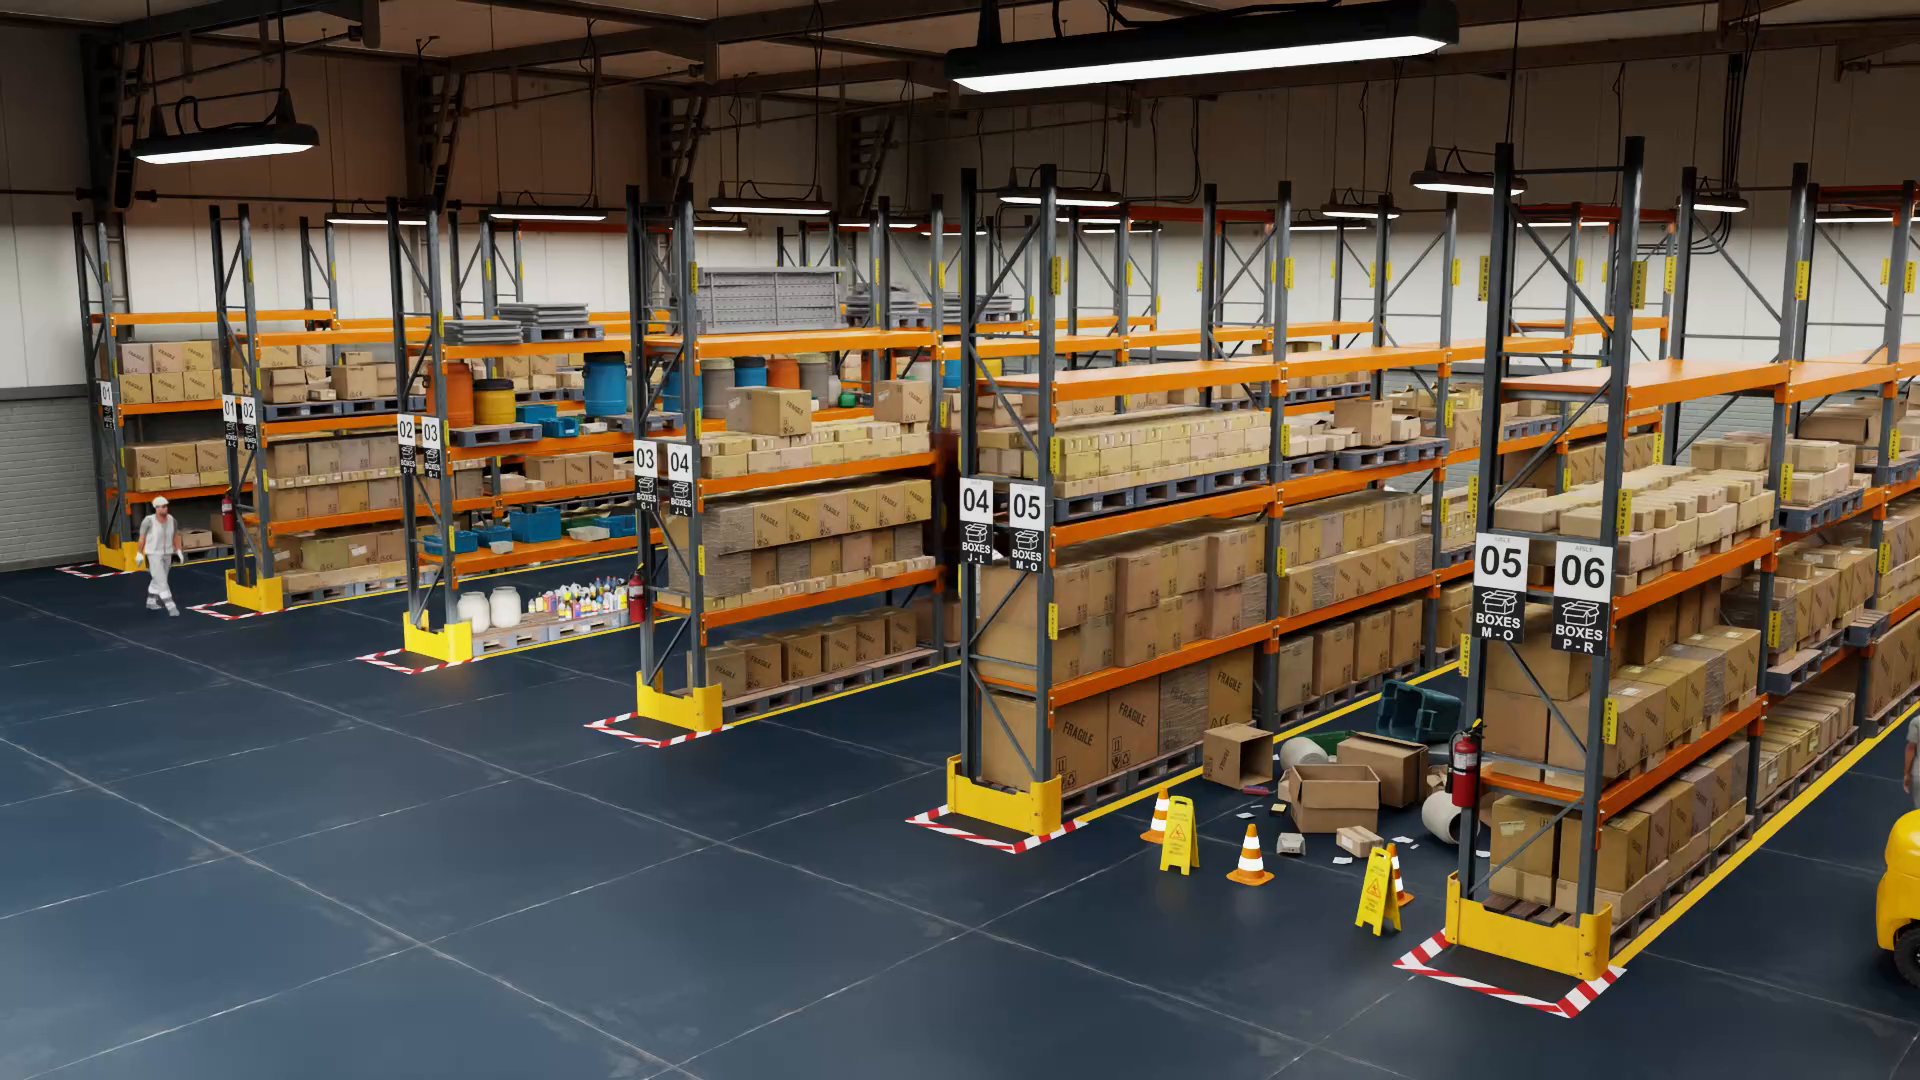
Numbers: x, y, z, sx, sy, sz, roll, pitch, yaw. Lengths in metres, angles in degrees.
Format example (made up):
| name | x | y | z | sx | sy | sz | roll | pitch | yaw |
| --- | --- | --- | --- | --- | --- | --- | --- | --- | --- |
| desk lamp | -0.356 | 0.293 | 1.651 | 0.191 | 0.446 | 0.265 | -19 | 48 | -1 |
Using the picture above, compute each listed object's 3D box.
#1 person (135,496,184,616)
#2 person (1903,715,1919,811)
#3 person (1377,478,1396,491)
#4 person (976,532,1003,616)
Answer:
| name | x | y | z | sx | sy | sz | roll | pitch | yaw |
| --- | --- | --- | --- | --- | --- | --- | --- | --- | --- |
| person | -11.793 | 0.212 | 24.592 | 0.966 | 1.727 | 0.590 | 5 | 11 | 30 |
| person | 8.206 | 2.046 | 14.005 | 0.531 | 1.669 | 0.501 | -9 | 13 | -44 |
| person | 7.067 | -0.283 | 27.690 | 0.585 | 1.727 | 1.080 | 7 | 12 | 37 |
| person | 0.319 | 0.714 | 20.259 | 0.594 | 1.693 | 0.539 | -7 | 12 | -37 |
